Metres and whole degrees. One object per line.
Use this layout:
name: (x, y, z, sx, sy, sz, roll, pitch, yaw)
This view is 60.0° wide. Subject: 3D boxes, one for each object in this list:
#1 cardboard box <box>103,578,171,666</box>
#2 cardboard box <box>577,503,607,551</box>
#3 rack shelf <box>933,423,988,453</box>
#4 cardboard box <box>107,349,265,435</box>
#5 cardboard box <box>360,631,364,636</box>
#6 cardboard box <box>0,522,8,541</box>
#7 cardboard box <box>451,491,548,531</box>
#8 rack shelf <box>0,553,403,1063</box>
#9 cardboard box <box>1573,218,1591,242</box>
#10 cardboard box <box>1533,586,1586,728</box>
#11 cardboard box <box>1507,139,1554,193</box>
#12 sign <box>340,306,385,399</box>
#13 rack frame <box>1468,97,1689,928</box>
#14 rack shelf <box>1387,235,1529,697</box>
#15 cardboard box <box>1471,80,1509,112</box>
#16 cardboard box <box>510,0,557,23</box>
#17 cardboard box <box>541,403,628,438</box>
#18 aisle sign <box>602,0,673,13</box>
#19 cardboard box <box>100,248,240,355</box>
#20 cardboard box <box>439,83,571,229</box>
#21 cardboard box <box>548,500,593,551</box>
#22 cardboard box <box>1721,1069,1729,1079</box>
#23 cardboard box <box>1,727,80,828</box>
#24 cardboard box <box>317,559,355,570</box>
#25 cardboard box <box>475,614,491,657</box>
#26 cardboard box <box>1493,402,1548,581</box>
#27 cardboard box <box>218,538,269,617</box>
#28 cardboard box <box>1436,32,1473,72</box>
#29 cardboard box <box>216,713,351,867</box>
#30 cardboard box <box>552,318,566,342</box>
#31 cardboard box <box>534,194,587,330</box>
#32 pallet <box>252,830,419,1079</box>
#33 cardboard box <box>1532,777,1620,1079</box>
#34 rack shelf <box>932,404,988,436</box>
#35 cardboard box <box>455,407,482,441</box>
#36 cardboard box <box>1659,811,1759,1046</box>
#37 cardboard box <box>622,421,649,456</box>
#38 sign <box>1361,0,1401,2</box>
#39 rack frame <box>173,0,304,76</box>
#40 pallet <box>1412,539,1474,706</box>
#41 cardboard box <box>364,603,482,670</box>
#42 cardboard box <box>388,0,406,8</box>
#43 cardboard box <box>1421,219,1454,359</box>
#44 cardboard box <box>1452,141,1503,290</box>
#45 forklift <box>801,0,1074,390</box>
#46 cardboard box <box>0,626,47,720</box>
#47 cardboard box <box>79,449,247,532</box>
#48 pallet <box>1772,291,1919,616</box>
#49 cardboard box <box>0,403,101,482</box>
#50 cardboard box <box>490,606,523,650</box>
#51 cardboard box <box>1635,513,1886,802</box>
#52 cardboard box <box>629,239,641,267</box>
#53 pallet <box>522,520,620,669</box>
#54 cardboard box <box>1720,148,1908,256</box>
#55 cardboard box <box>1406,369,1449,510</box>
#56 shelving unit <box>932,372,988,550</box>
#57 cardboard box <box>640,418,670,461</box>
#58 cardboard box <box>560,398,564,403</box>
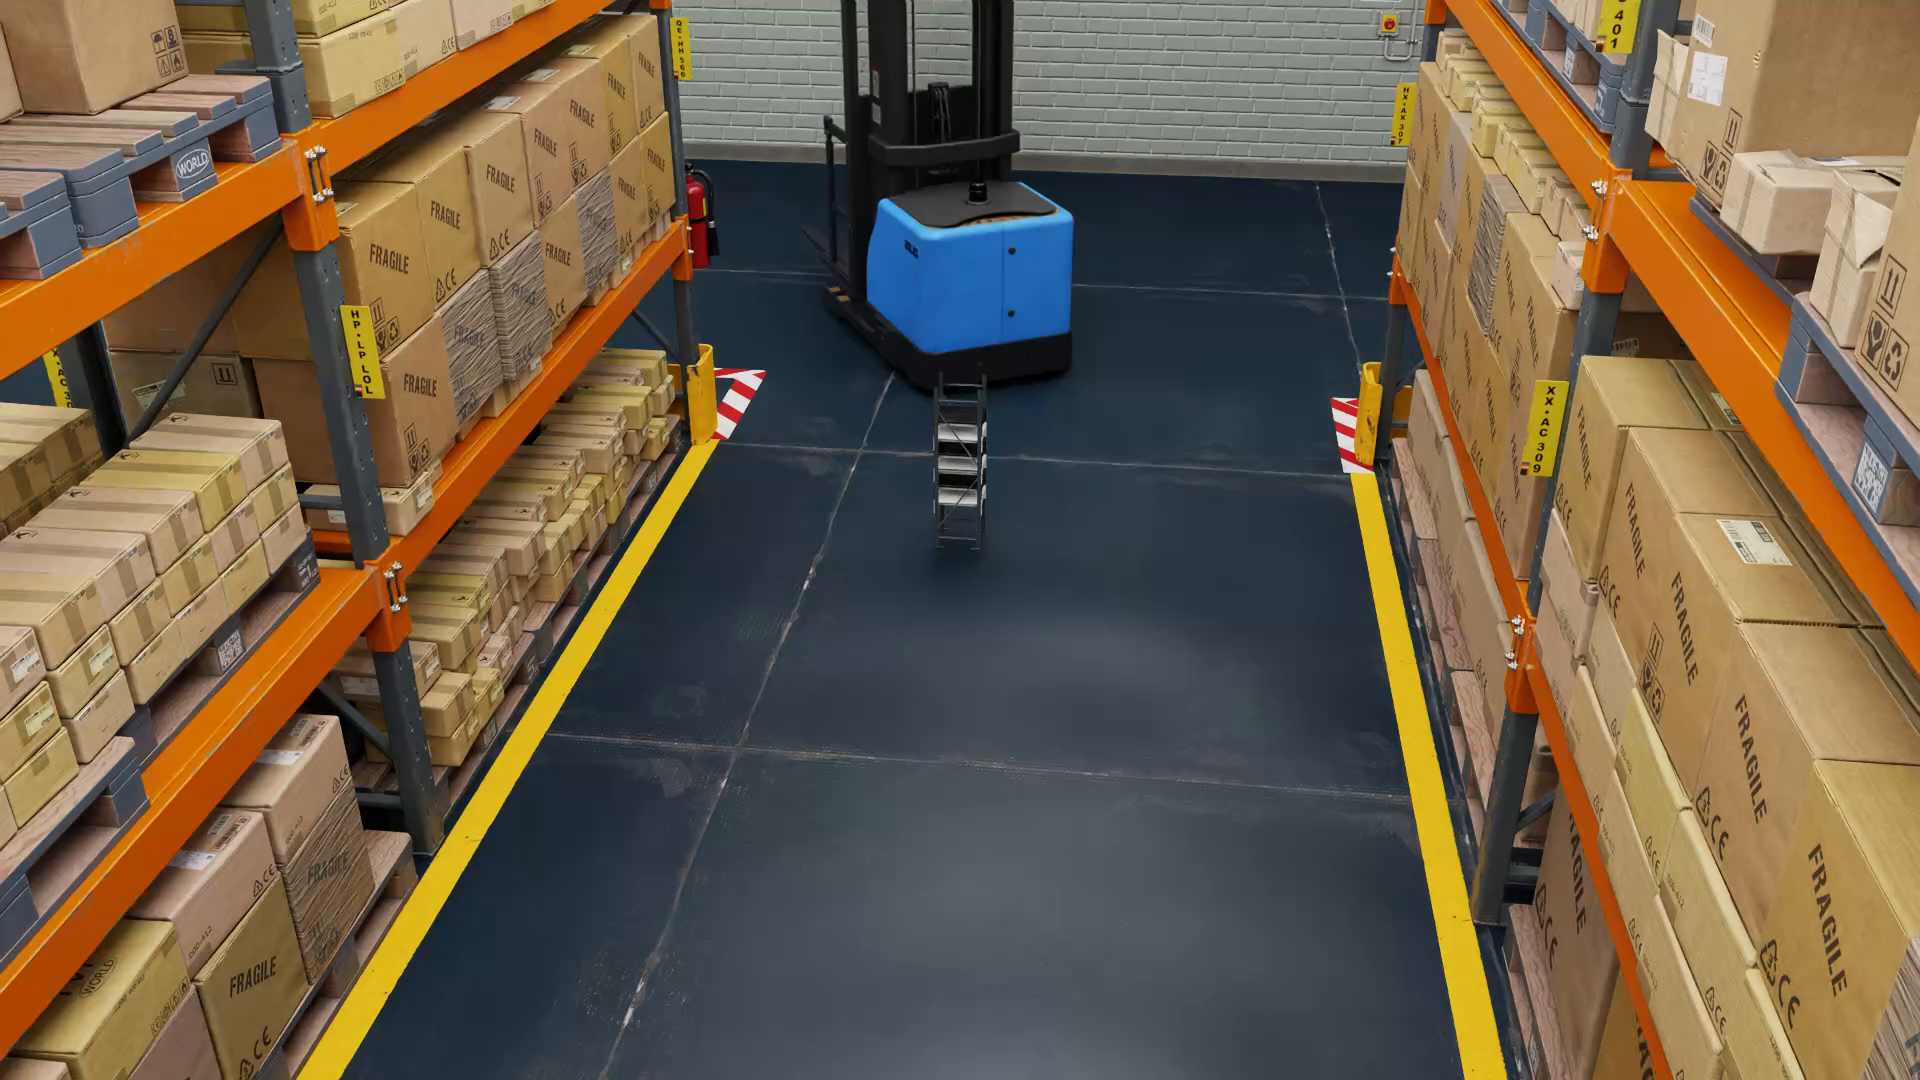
cardboard box: (-2.480, 0.221, 4.686, 0.380, 0.149, 0.250, 2, 28, 5)
cardboard box: (-1.990, -0.081, 8.300, 0.380, 0.149, 0.250, 4, 29, 7)
rack shelf: (0.001, -0.529, 8.474, 0.258, 0.077, 0.200, 3, 28, 6)
cardboard box: (-2.755, -0.562, 6.211, 0.500, 0.500, 0.500, 3, 28, 6)
cardboard box: (-2.774, 0.375, 7.141, 0.380, 0.149, 0.250, 2, 28, 4)
cardboard box: (-3.099, 0.055, 4.994, 0.380, 0.149, 0.250, 4, 29, 7)
cardboard box: (-2.138, -0.105, 7.717, 0.380, 0.149, 0.250, 2, 28, 4)
rack shelf: (-2.779, 1.116, 4.275, 1.077, 0.370, 4.000, 3, 28, 6)
cardboard box: (2.254, -0.953, 5.514, 0.380, 0.149, 0.250, 4, 29, 7)
cardboard box: (2.076, 0.355, 5.086, 0.500, 0.250, 0.500, 3, 28, 5)
cardboard box: (2.333, -1.434, 6.405, 0.380, 0.149, 0.250, 3, 28, 5)
sign: (-1.982, -0.622, 5.520, 0.100, 0.325, 0.005, 3, 28, 6)
rack frame: (2.392, 0.098, 5.406, 1.000, 3.000, 0.127, 3, 28, 6)
rack shelf: (2.637, -0.527, 7.324, 1.077, 0.370, 4.000, 3, 28, 6)
cardboard box: (2.462, -1.909, 7.288, 0.380, 0.149, 0.250, 4, 29, 7)
cardboard box: (-2.012, -2.326, 6.900, 0.500, 0.250, 0.500, 5, 29, 8)
cardboard box: (-1.945, -0.591, 8.620, 0.380, 0.149, 0.250, 2, 28, 4)
aisle sign: (-1.737, -3.187, 8.762, 0.394, 0.787, 0.004, 3, 28, 6)
cardboard box: (-2.744, -0.995, 5.960, 0.500, 0.500, 0.500, 2, 28, 4)
cardboard box: (-2.031, -1.678, 7.228, 0.500, 0.500, 0.500, 2, 28, 4)
cardboard box: (-1.993, -0.081, 7.987, 0.380, 0.149, 0.250, 4, 29, 7)
cardboard box: (1.830, 1.316, 3.303, 0.500, 0.250, 0.500, 3, 28, 6)
cardboard box: (-2.542, 0.595, 4.305, 0.380, 0.149, 0.250, 5, 29, 8)
cardboard box: (-2.624, 0.125, 7.290, 0.380, 0.149, 0.250, 4, 29, 8)
cardboard box: (-2.235, 0.404, 7.088, 0.380, 0.149, 0.250, 3, 28, 6)
cardboard box: (2.195, -0.180, 5.815, 0.500, 0.500, 0.500, 4, 29, 7)
cardboard box: (-2.417, 0.104, 5.216, 0.380, 0.149, 0.250, 4, 29, 6)
cardboard box: (2.563, -2.404, 8.206, 0.380, 0.149, 0.250, 4, 29, 7)
cardboard box: (-2.374, 0.808, 5.489, 0.500, 0.250, 0.500, 3, 28, 5)
cardboard box: (-2.064, -1.018, 7.741, 0.380, 0.149, 0.250, 4, 29, 7)
cardboard box: (-2.035, -1.258, 7.504, 0.500, 0.500, 0.500, 5, 29, 9)
pallet: (-2.627, 1.452, 5.833, 1.003, 0.211, 1.213, 3, 28, 6)
cardboard box: (2.395, 1.145, 5.260, 0.875, 0.875, 0.875, 4, 29, 8)
rack shelf: (0.001, -0.608, 8.431, 0.258, 0.077, 0.200, 3, 28, 6)
cardboard box: (-2.197, -0.528, 6.833, 0.380, 0.149, 0.250, 2, 28, 4)
cardboard box: (1.874, 0.856, 3.630, 0.500, 0.250, 0.500, 3, 28, 5)
cardboard box: (-1.887, -0.576, 8.907, 0.380, 0.149, 0.250, 2, 28, 4)
sign: (3.509, -4.591, 13.825, 0.327, 0.218, 0.001, 3, 28, 6)
rack frame: (-2.534, -2.784, 4.429, 1.000, 3.000, 0.127, 3, 28, 6)
pallet: (2.709, 0.396, 7.792, 1.003, 0.211, 1.213, 3, 28, 6)
cardboard box: (-2.193, 0.390, 6.800, 0.380, 0.149, 0.250, 5, 29, 9)
cardboard box: (-2.171, -2.064, 5.887, 0.500, 0.250, 0.500, 3, 28, 6)
cardboard box: (2.423, -1.142, 7.601, 0.500, 0.500, 0.500, 3, 28, 6)
cardboard box: (2.368, -1.339, 6.913, 0.500, 0.500, 0.500, 3, 29, 6)
forklift: (-0.323, -2.902, 11.045, 1.130, 2.935, 3.031, -11, 30, -20)
cardboard box: (-2.549, 0.335, 4.160, 0.380, 0.149, 0.250, 2, 28, 4)
cardboard box: (-2.421, -0.152, 5.064, 0.380, 0.149, 0.250, 3, 28, 5)
pallet: (2.062, -0.090, 2.790, 1.003, 0.211, 1.213, 5, 29, 9)
cardboard box: (-3.038, -0.320, 5.376, 0.380, 0.149, 0.250, 5, 29, 9)
cardboard box: (-2.177, 0.407, 7.394, 0.380, 0.149, 0.250, 3, 28, 5)
cardboard box: (1.954, 0.281, 3.906, 0.500, 0.500, 0.500, 3, 28, 5)
cardboard box: (-1.886, -1.511, 8.657, 0.380, 0.149, 0.250, 3, 28, 6)
pallet: (-2.339, 0.191, 8.173, 1.003, 0.211, 1.213, 3, 28, 6)
cardboard box: (1.889, -0.730, 3.583, 0.380, 0.166, 0.250, 1, 28, 3)
cardboard box: (2.900, -0.526, 8.822, 0.875, 0.438, 0.875, 2, 28, 4)
shelving unit: (0.001, -0.400, 8.544, 0.258, 0.900, 0.210, 3, 28, 6)
cardboard box: (-1.832, -0.568, 9.205, 0.380, 0.149, 0.250, 4, 29, 8)
cardboard box: (-2.362, -0.854, 9.423, 0.380, 0.149, 0.250, 5, 29, 8)
